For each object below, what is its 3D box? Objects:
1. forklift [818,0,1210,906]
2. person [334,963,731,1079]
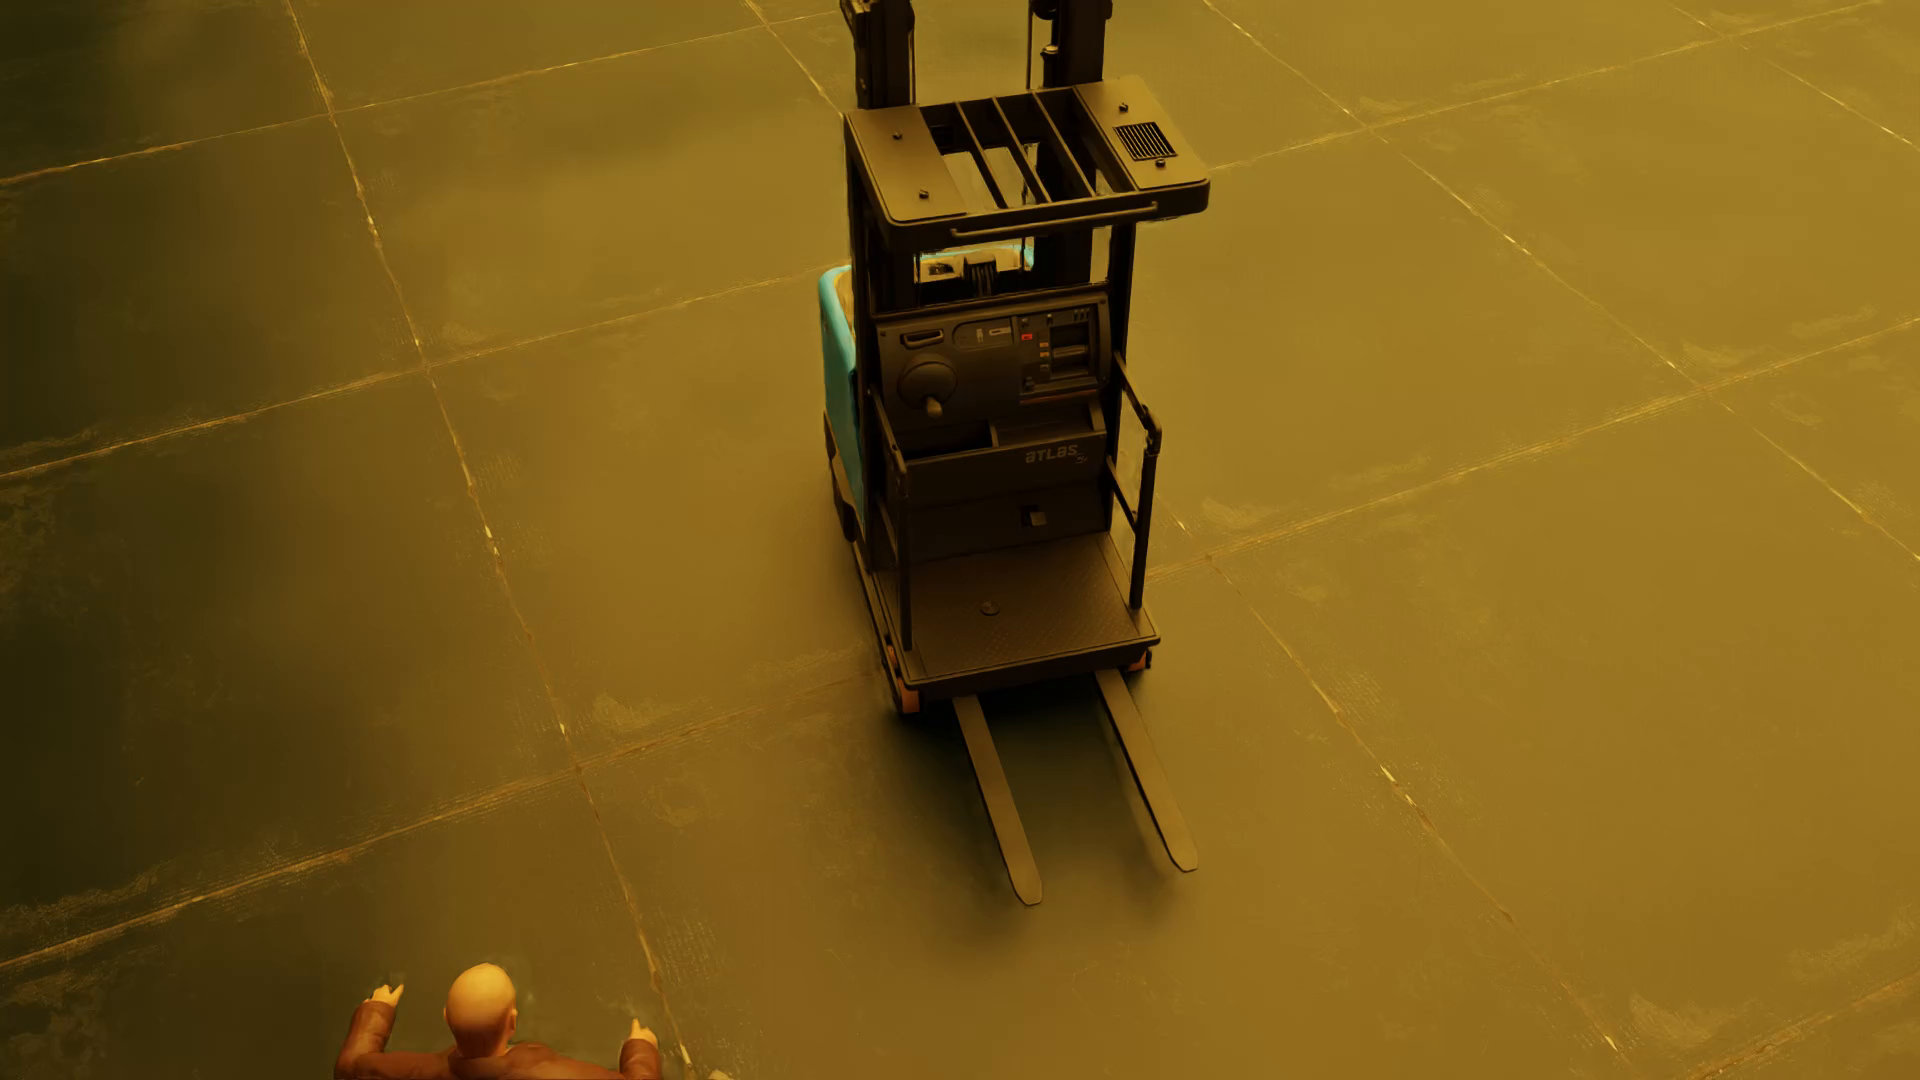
[{"bbox_3d":[0.193,-0.630,6.355,1.130,2.935,3.031,-10,44,-10],"label":"forklift"},{"bbox_3d":[-1.312,1.667,4.909,1.213,1.588,1.049,1,43,2],"label":"person"}]
